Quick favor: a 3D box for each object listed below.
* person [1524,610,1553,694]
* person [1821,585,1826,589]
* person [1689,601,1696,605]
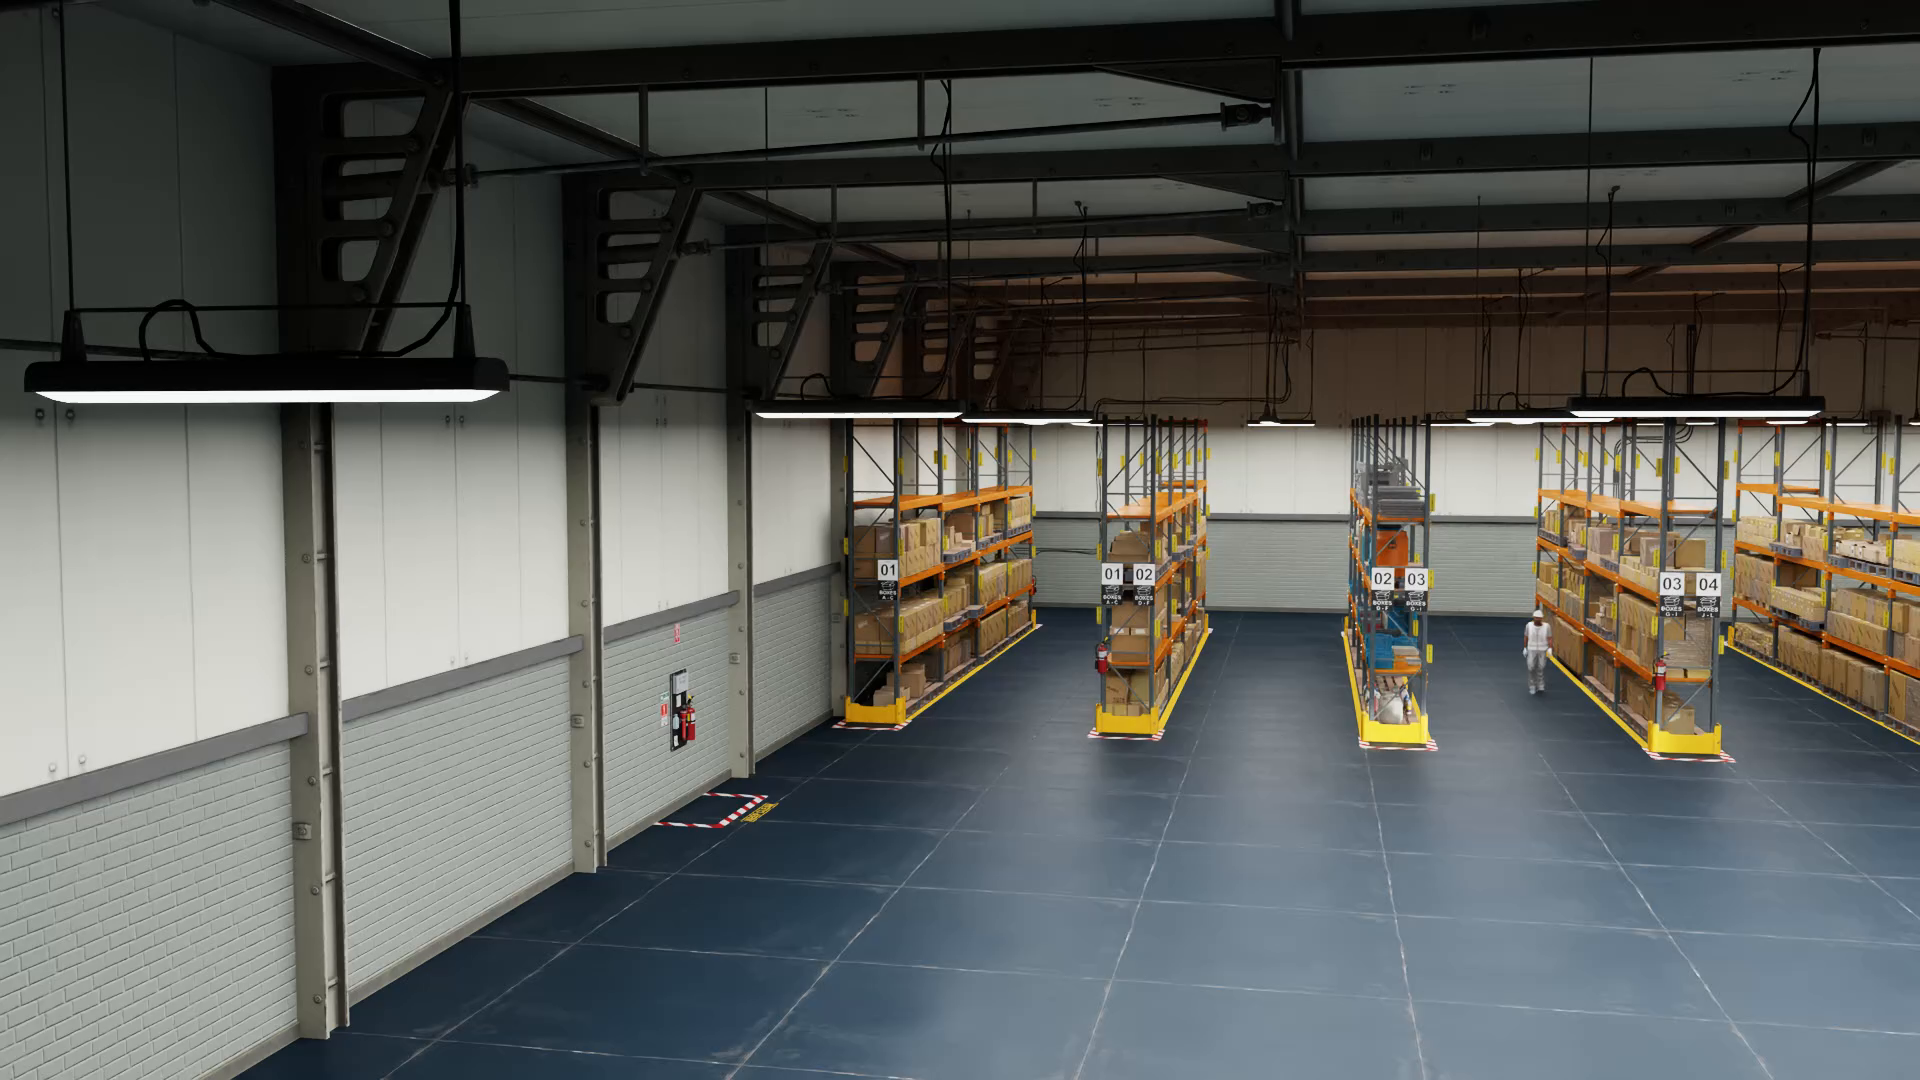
[{"bbox_3d":[12.580,2.443,36.190,0.610,1.840,0.532,2,4,23],"label":"person"},{"bbox_3d":[22.824,1.984,43.819,0.500,1.624,0.878,-3,5,-41],"label":"person"},{"bbox_3d":[20.451,1.773,46.160,1.034,1.754,0.551,0,4,6],"label":"person"}]
